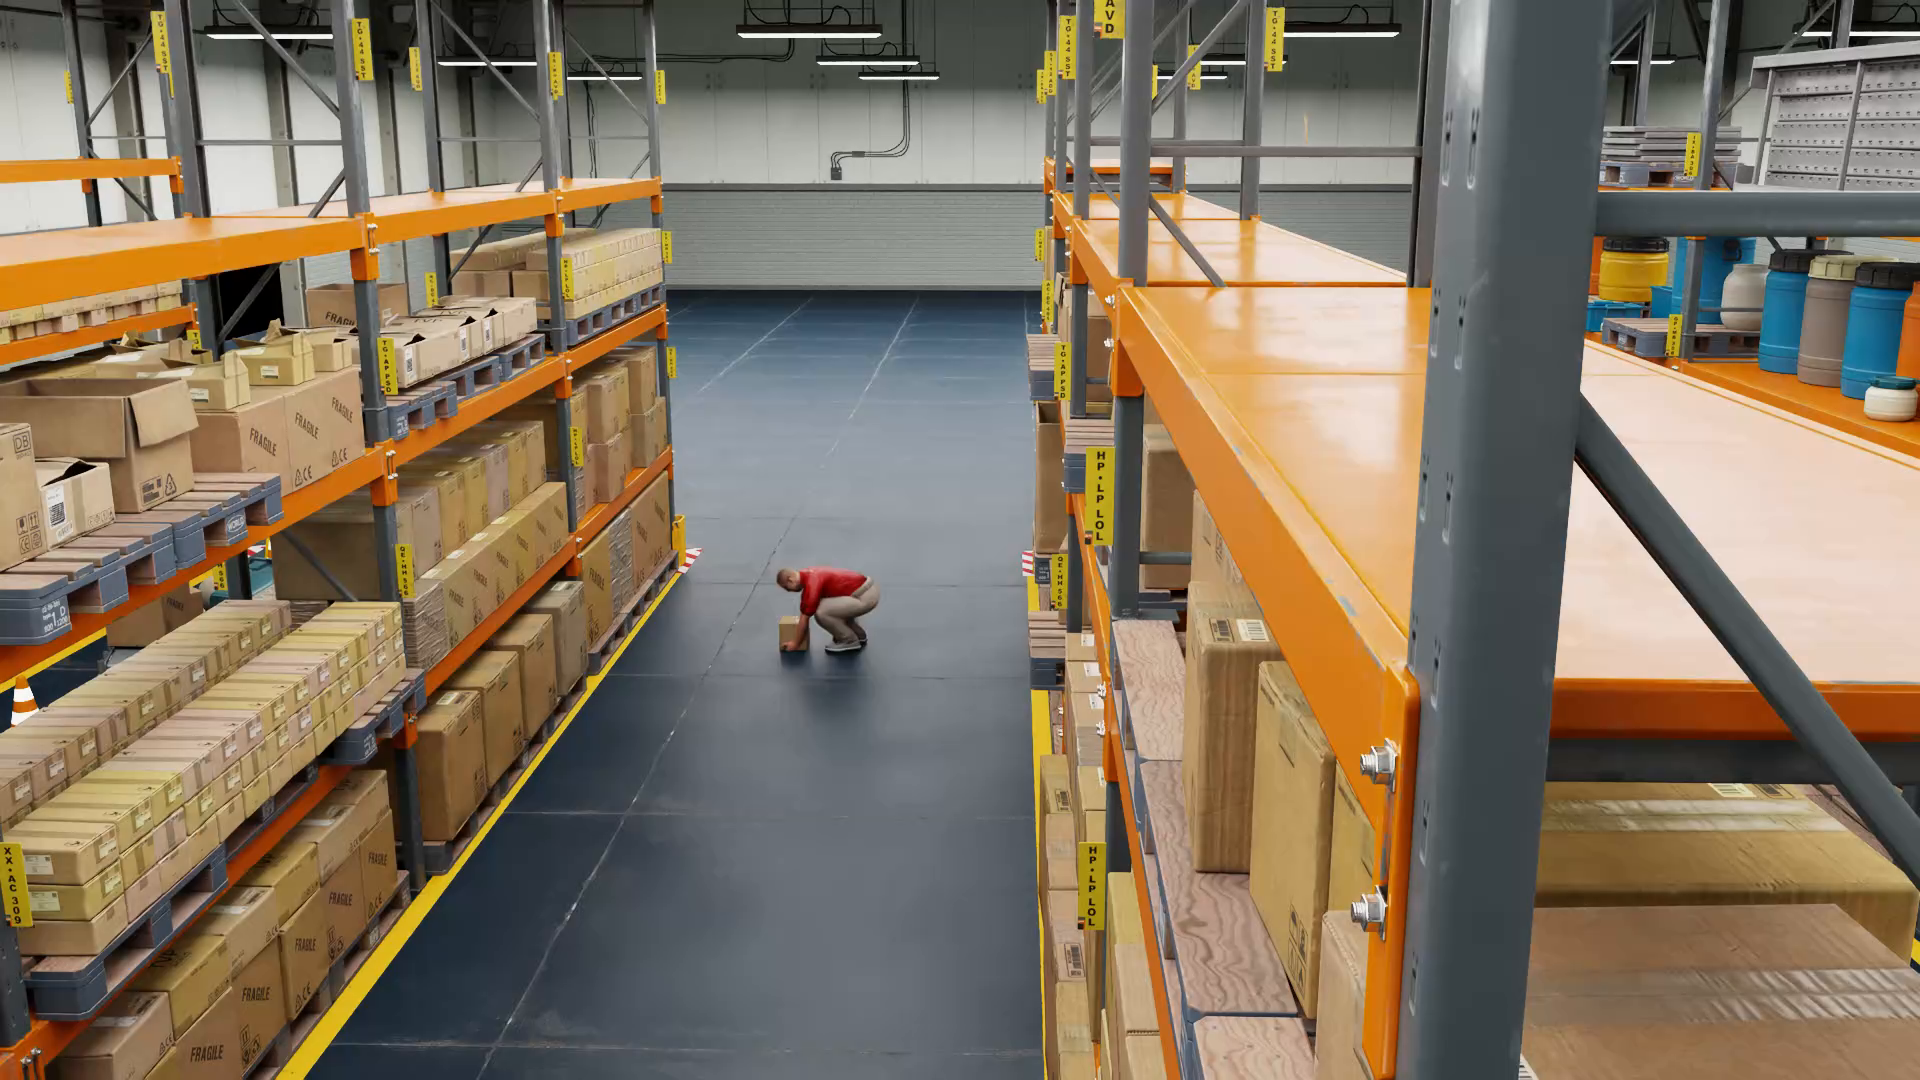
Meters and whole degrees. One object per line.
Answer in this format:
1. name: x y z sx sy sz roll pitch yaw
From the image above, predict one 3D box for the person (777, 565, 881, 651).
1. person: -1.188 0.618 15.107 0.927 0.781 0.518 0 14 0
